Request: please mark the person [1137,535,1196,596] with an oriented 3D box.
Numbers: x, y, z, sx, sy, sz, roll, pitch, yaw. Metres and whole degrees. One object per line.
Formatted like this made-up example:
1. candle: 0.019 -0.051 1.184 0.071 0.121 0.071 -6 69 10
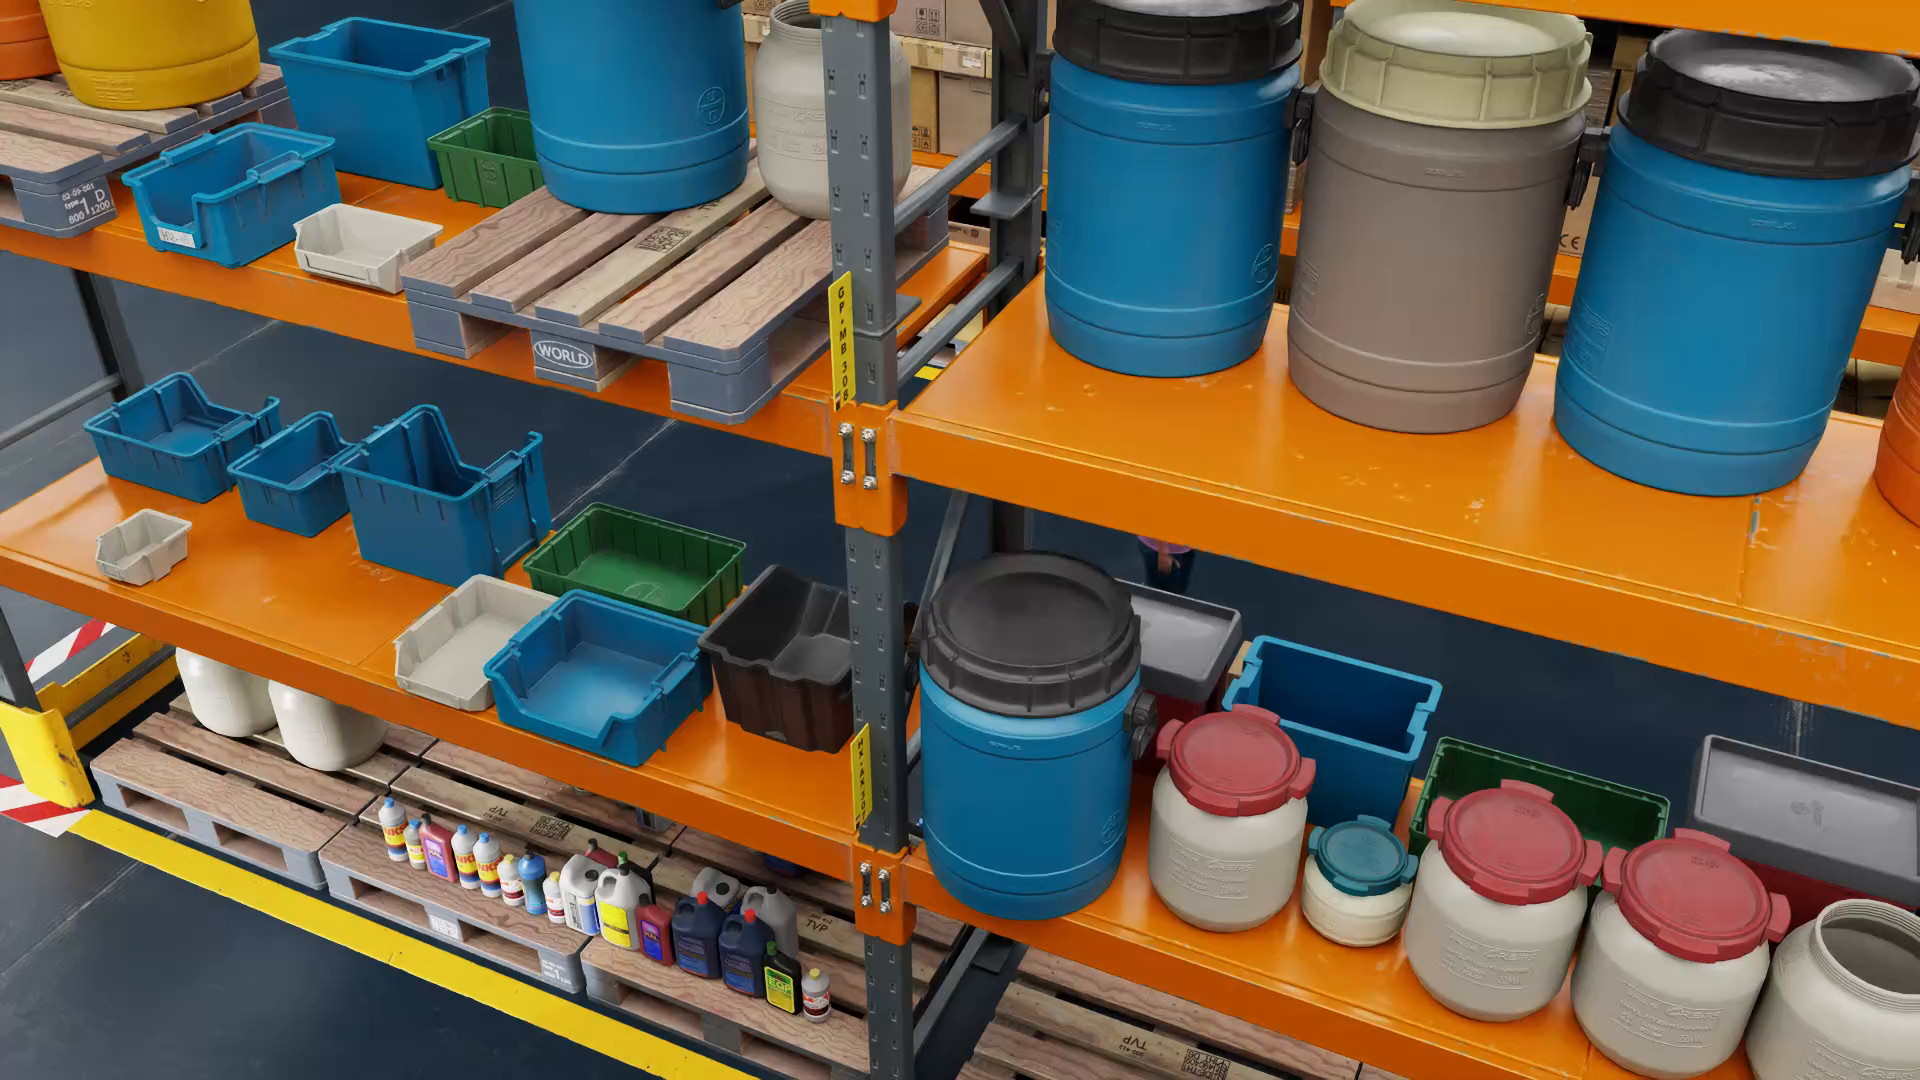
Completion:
1. person: 0.916 -0.021 7.203 0.316 1.624 0.407 15 37 21
